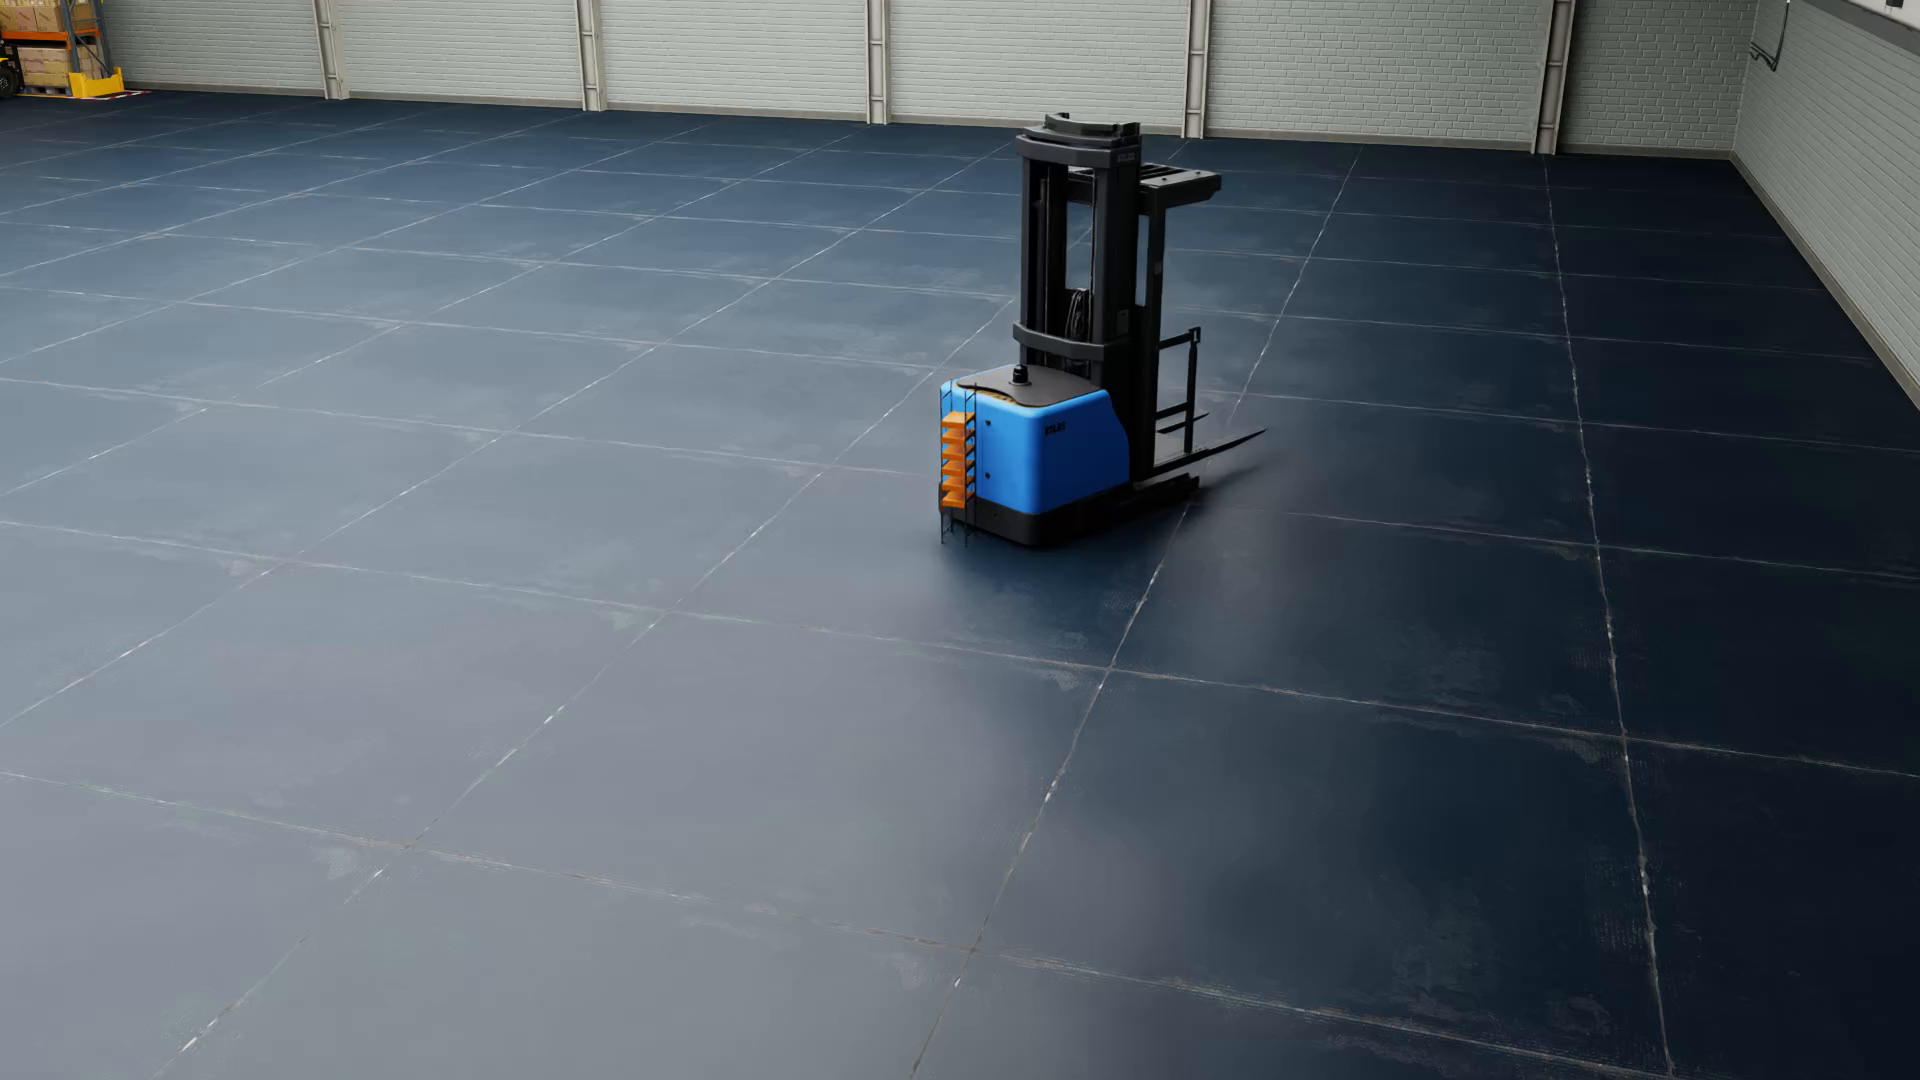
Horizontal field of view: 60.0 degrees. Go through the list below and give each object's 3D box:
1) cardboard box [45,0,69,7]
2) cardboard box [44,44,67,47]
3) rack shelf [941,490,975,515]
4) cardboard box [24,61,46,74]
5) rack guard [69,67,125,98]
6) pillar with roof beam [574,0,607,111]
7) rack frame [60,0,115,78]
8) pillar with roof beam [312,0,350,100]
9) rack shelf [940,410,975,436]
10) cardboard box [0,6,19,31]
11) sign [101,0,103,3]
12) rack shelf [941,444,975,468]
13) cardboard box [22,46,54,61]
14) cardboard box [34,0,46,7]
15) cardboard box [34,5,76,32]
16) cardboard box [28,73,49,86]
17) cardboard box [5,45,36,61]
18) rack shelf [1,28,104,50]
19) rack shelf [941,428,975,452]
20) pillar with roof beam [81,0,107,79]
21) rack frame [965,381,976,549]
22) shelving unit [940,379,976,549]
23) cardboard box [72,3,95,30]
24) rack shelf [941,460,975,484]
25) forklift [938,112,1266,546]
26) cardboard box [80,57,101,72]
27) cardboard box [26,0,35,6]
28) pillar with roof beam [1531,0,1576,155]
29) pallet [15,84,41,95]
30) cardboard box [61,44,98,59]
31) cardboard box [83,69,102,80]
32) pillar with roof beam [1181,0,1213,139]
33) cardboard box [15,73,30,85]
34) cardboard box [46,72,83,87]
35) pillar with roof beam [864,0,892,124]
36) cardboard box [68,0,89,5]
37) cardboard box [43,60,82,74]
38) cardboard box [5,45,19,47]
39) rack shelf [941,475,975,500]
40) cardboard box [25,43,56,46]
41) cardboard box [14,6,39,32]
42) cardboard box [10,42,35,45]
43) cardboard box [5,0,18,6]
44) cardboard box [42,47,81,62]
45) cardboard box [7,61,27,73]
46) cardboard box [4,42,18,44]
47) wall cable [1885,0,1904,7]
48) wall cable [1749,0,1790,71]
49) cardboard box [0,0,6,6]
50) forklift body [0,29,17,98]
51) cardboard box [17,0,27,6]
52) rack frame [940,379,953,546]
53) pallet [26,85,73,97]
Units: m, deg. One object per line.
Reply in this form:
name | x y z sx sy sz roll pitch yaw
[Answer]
cardboard box | -18.773 -11.171 34.565 0.250 0.149 0.380 7 23 16
cardboard box | -19.245 -10.448 35.542 0.500 0.250 0.500 7 23 16
rack shelf | -0.010 -0.282 12.124 0.180 0.103 0.258 7 24 18
cardboard box | -19.393 -10.041 35.207 0.500 0.250 0.500 6 23 15
rack guard | -18.337 -9.730 35.331 0.348 0.500 1.175 7 23 16
pillar with roof beam | -8.521 -11.189 27.689 0.400 9.000 9.100 7 23 16
rack frame | -18.360 -10.889 34.863 0.127 3.000 1.000 7 23 16
pillar with roof beam | -14.265 -11.846 29.292 0.400 9.000 9.100 7 23 16
rack shelf | -0.012 -0.837 11.894 0.180 0.103 0.258 7 24 18
cardboard box | -19.891 -11.010 35.026 0.500 0.500 0.500 6 23 14
sign | -18.194 -11.527 35.174 0.005 0.325 0.100 7 23 16
rack shelf | -0.011 -0.615 11.986 0.180 0.103 0.258 7 24 18
cardboard box | -19.381 -10.264 35.093 0.500 0.250 0.500 7 23 16
cardboard box | -19.026 -11.189 34.607 0.250 0.149 0.380 7 23 16
cardboard box | -18.907 -10.894 34.743 0.500 0.500 0.500 6 23 14
cardboard box | -19.374 -9.806 35.292 0.500 0.250 0.500 7 23 15
cardboard box | -19.867 -10.316 35.219 0.500 0.250 0.500 7 23 16
rack shelf | -20.274 -10.775 35.534 4.000 0.370 1.077 7 23 16
rack shelf | -0.011 -0.726 11.940 0.180 0.103 0.258 7 24 18
pillar with roof beam | -20.009 -12.504 30.896 0.400 9.000 9.100 7 23 16
rack frame | 0.076 -0.534 11.988 0.006 1.200 0.240 7 24 18
shelving unit | -0.011 -0.545 12.015 0.189 1.200 0.258 7 24 18
cardboard box | -18.754 -11.090 35.222 0.500 0.500 0.500 7 23 17
rack shelf | -0.011 -0.504 12.032 0.180 0.103 0.258 7 24 18
forklift | 1.247 -1.774 12.733 3.031 2.935 1.130 -20 30 -40
cardboard box | -18.750 -10.169 35.520 0.500 0.250 0.500 7 23 16
cardboard box | -19.257 -11.239 34.731 0.250 0.149 0.380 7 23 17
pillar with roof beam | 8.712 -9.215 22.878 0.400 9.000 9.100 7 23 16
pallet | -20.268 -9.802 35.887 1.213 0.211 1.003 7 23 15
cardboard box | -18.765 -10.395 35.411 0.500 0.250 0.500 6 23 15
cardboard box | -18.773 -9.936 35.610 0.500 0.250 0.500 7 23 16
pillar with roof beam | 2.967 -9.873 24.482 0.400 9.000 9.100 7 23 16
cardboard box | -19.851 -9.864 35.434 0.500 0.250 0.500 7 23 16
cardboard box | -18.901 -9.748 35.151 0.500 0.250 0.500 7 23 16
pillar with roof beam | -2.777 -10.531 26.085 0.400 9.000 9.100 7 23 16
cardboard box | -18.610 -11.367 35.041 0.250 0.149 0.380 6 23 14
cardboard box | -18.916 -9.982 35.063 0.500 0.250 0.500 6 23 15
cardboard box | -20.350 -10.374 35.362 0.500 0.250 0.500 6 23 14
rack shelf | -0.010 -0.393 12.078 0.180 0.103 0.258 7 24 18
cardboard box | -19.720 -10.507 35.685 0.500 0.250 0.500 6 23 15
cardboard box | -19.401 -10.954 34.890 0.500 0.500 0.500 7 23 17
cardboard box | -20.209 -10.566 35.828 0.500 0.250 0.500 6 23 14
cardboard box | -19.760 -11.283 34.837 0.250 0.149 0.380 6 23 14
cardboard box | -18.891 -10.211 34.962 0.500 0.250 0.500 7 23 17
cardboard box | -19.893 -10.090 35.326 0.500 0.250 0.500 6 23 14
cardboard box | -20.692 -10.618 35.955 0.500 0.250 0.500 7 23 16
wall cable | 9.636 -8.102 15.683 0.169 6.003 2.305 7 23 16
wall cable | 12.394 -8.539 25.322 0.112 2.526 3.097 7 23 16
cardboard box | -20.008 -11.303 34.887 0.250 0.149 0.380 7 23 16
forklift body | -20.702 -10.041 33.915 1.214 2.155 2.313 7 23 16
cardboard box | -19.491 -11.271 34.807 0.250 0.149 0.380 6 23 15
rack frame | -0.097 -0.556 12.043 0.006 1.200 0.240 7 24 18
pallet | -19.104 -9.667 35.559 1.213 0.211 1.003 7 23 16
